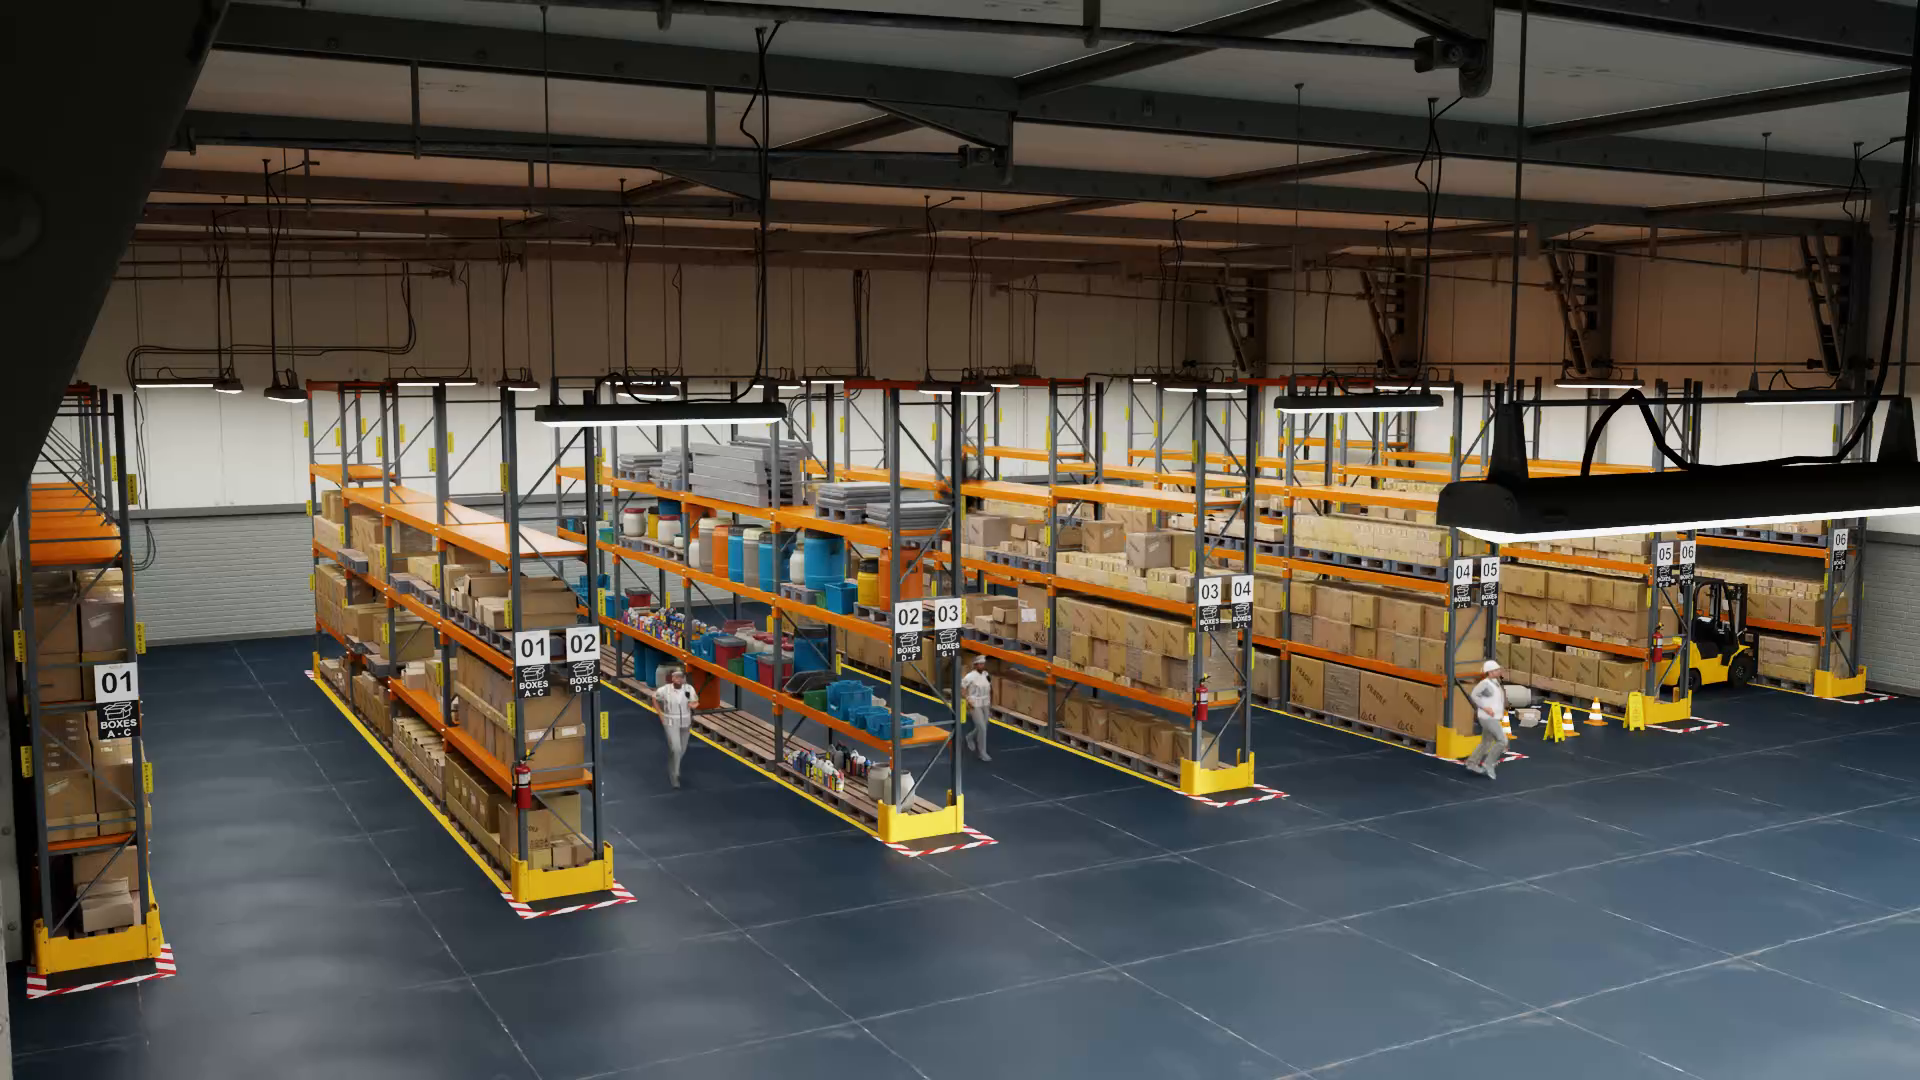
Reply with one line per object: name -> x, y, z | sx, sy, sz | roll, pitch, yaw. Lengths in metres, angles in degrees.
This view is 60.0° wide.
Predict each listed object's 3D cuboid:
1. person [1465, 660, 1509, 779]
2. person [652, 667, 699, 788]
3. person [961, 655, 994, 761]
person -> 8.137, 2.754, 25.559 | 0.642, 1.812, 0.682 | 4, 7, 30
person -> -4.270, 2.806, 25.115 | 0.636, 1.847, 0.818 | -4, 7, -30
person -> 0.271, 2.661, 26.694 | 0.600, 1.684, 0.747 | -5, 8, -38
